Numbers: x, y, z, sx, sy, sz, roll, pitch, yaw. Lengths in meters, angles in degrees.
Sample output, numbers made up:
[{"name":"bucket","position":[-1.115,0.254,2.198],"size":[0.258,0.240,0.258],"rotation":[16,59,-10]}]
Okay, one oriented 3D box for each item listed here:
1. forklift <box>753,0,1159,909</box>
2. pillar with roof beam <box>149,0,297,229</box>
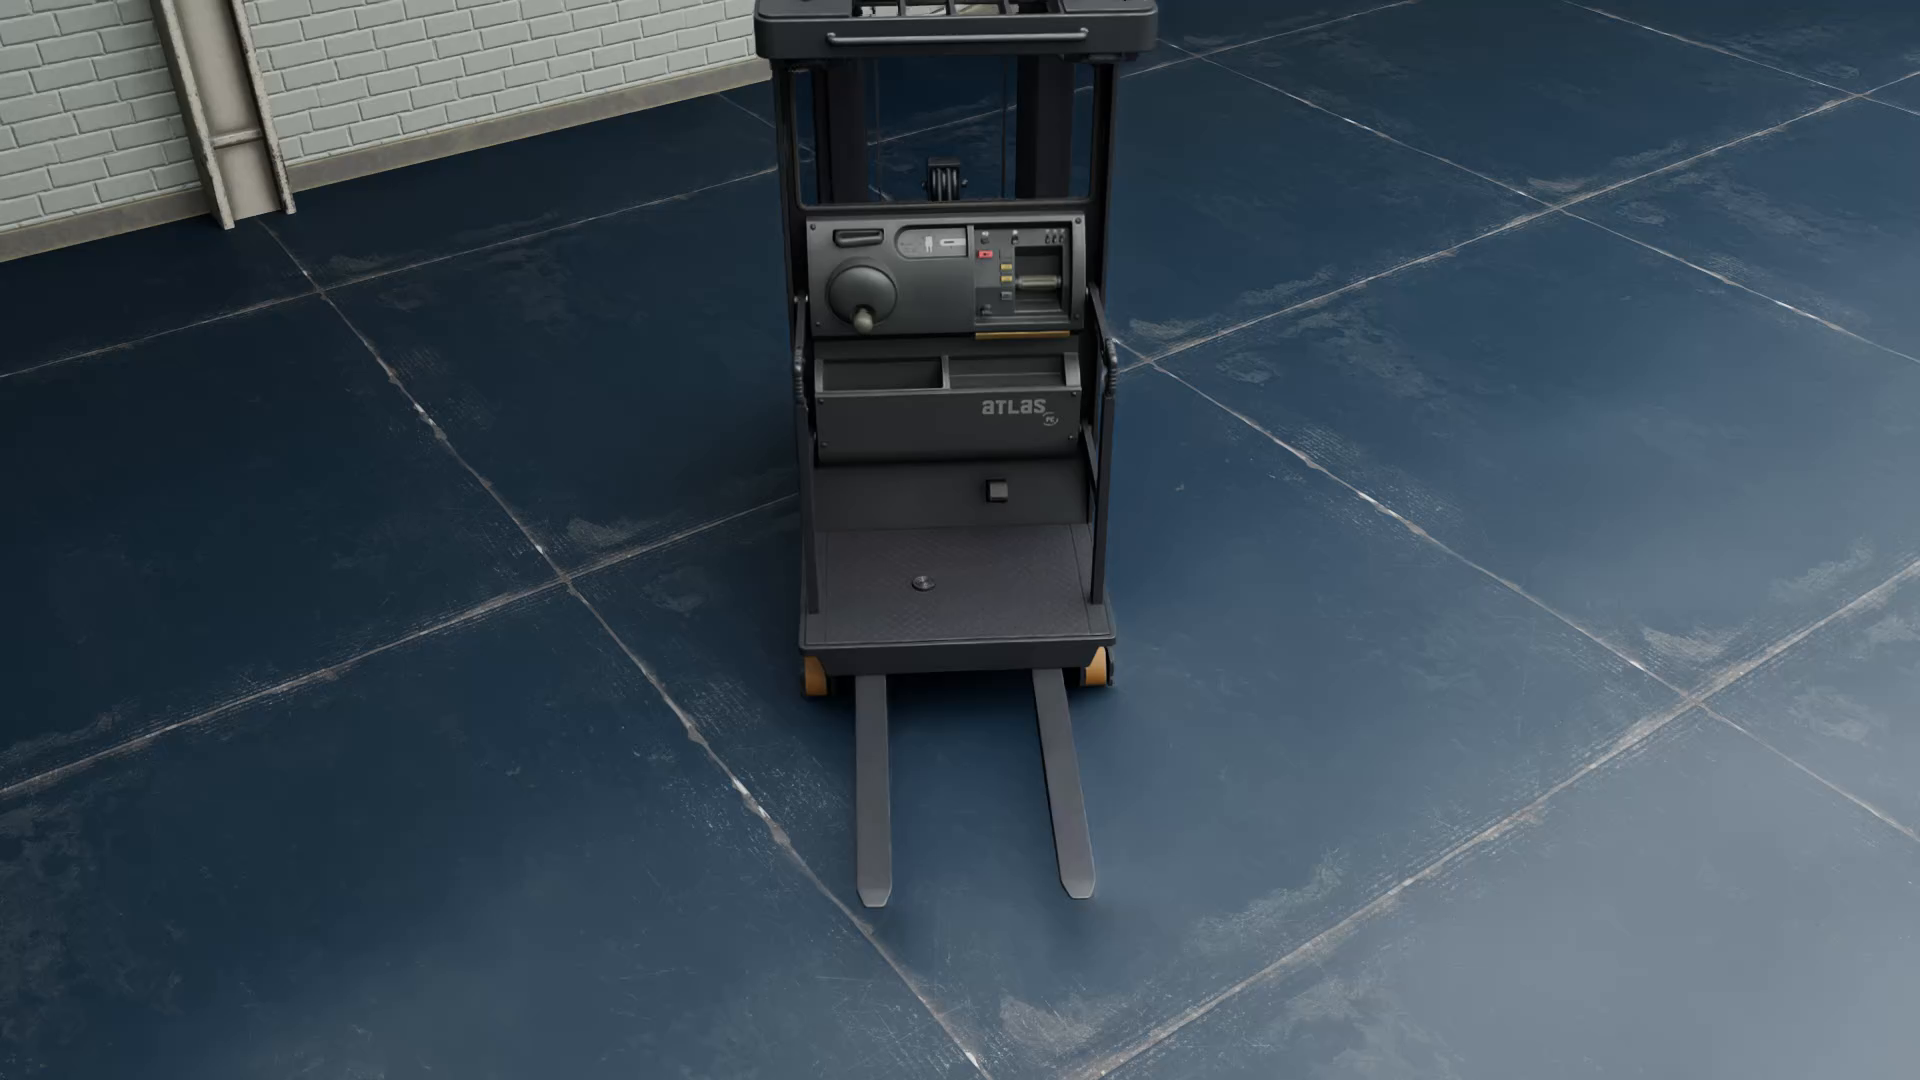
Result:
[{"name":"forklift","position":[-0.030,-0.826,5.388],"size":[1.130,2.935,3.031],"rotation":[-2,36,-3]},{"name":"pillar with roof beam","position":[-1.479,-3.439,3.825],"size":[0.400,9.000,9.100],"rotation":[-22,41,-28]}]
